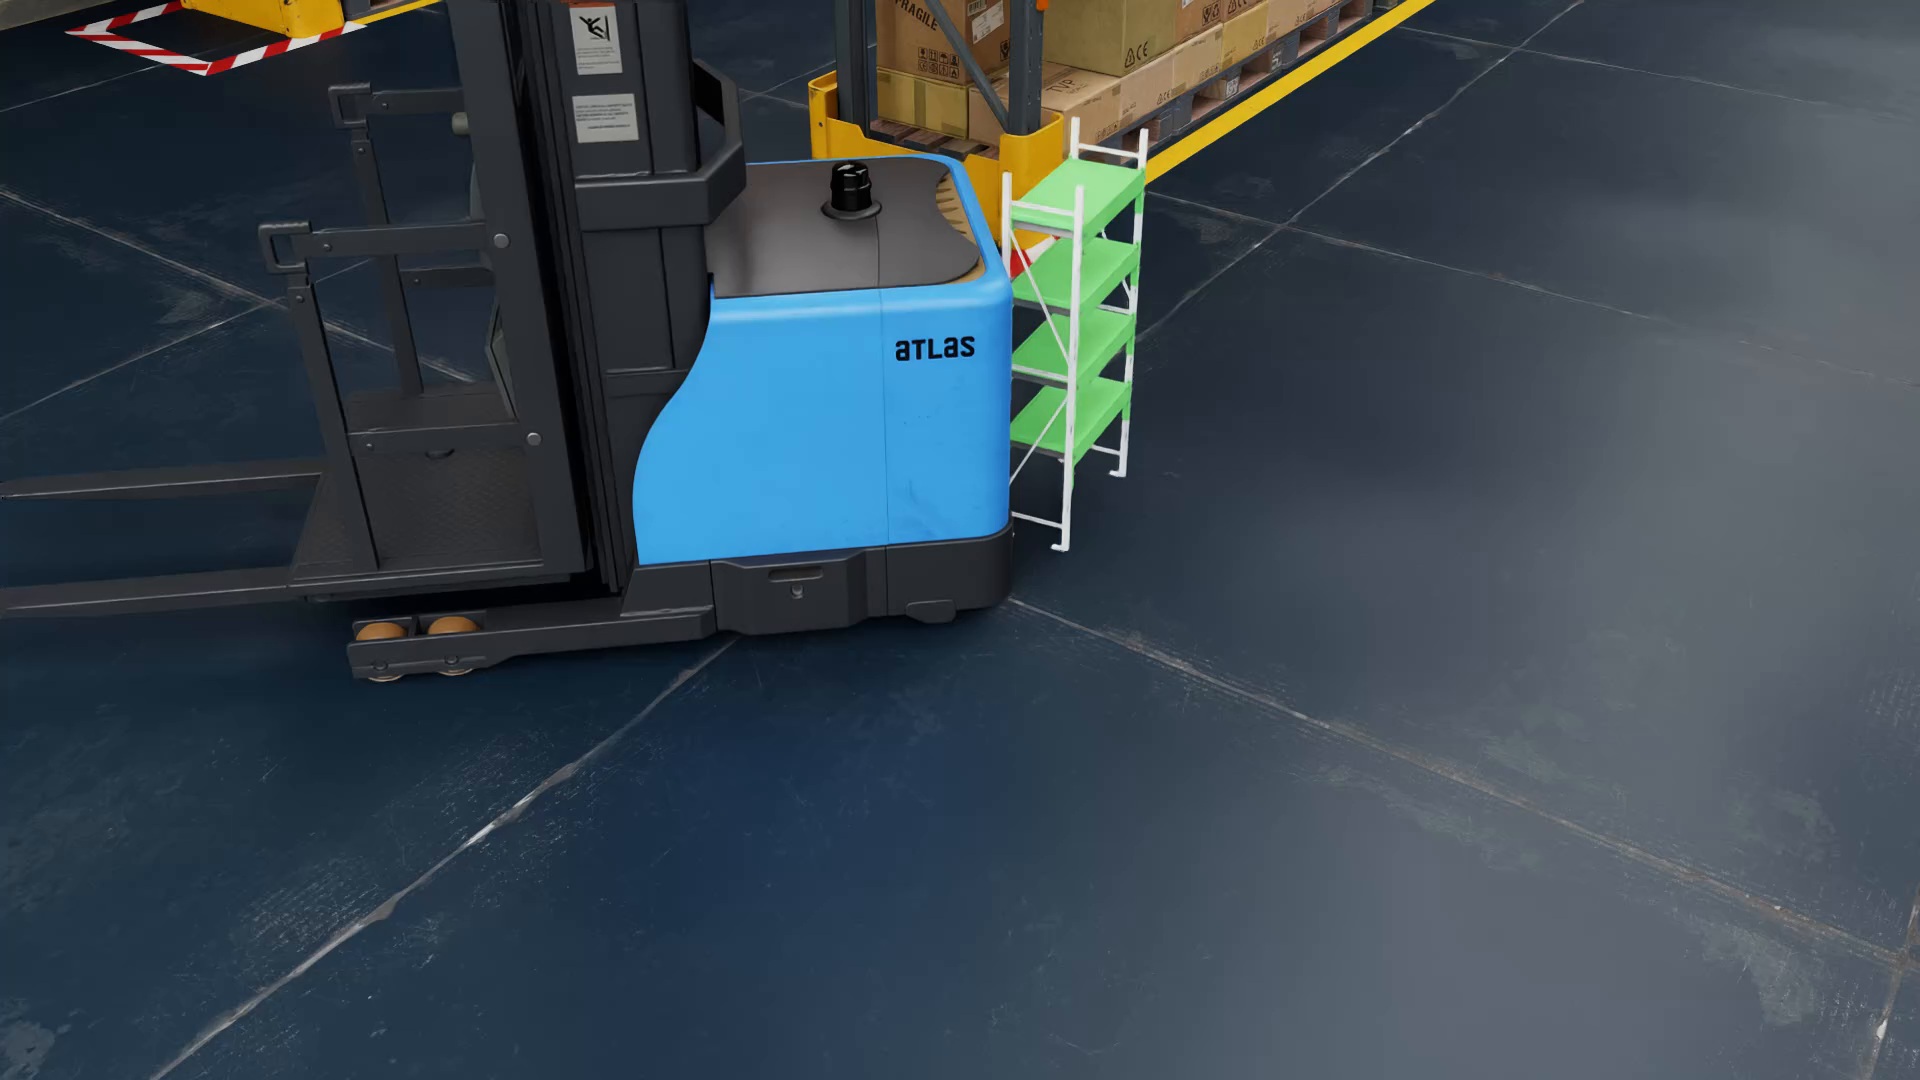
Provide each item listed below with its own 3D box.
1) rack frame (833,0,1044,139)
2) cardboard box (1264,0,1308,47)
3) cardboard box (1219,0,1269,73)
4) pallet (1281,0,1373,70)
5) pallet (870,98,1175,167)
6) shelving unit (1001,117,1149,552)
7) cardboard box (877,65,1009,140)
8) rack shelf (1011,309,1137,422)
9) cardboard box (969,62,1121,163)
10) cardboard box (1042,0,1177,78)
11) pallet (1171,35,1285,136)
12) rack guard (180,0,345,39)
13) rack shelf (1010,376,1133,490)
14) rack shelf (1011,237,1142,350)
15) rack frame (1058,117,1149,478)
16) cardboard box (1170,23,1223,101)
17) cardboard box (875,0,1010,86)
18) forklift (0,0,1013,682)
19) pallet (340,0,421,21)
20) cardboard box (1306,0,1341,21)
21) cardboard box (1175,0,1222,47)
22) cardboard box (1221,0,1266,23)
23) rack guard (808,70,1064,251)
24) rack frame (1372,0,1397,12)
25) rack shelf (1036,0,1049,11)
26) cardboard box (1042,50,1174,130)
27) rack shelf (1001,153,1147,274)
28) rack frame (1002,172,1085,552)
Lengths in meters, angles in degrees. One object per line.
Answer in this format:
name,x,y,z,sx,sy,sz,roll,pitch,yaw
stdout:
rack frame,-0.104,-2.735,6.617,1.000,3.000,0.127,21,39,28
cardboard box,1.526,-2.866,8.890,0.500,0.250,0.500,21,39,28
cardboard box,1.242,-2.636,8.550,0.500,0.250,0.500,21,39,28
pallet,1.689,-3.069,9.599,1.003,0.211,1.213,21,39,28
pallet,0.298,-1.946,7.939,1.003,0.211,1.213,21,39,28
shelving unit,0.337,-0.616,5.090,0.258,1.200,0.503,15,37,21
cardboard box,-0.041,-2.112,7.775,0.500,0.250,0.500,21,39,28
rack shelf,0.337,-0.563,5.126,0.258,0.148,0.480,15,37,21
cardboard box,0.385,-1.946,7.530,0.500,0.250,0.500,21,39,28
cardboard box,0.668,-2.488,7.661,0.500,0.500,0.500,21,39,28
pallet,0.994,-2.505,8.765,1.003,0.211,1.213,21,39,28
rack guard,-4.132,-3.316,9.707,1.175,0.500,0.348,21,39,28
rack shelf,0.337,-0.364,5.260,0.258,0.148,0.480,15,37,21
rack shelf,0.337,-0.762,4.991,0.258,0.148,0.480,15,37,21
rack frame,0.445,-0.739,5.271,0.240,1.200,0.015,15,37,21
cardboard box,0.952,-2.407,8.212,0.500,0.250,0.500,21,39,28
cardboard box,-0.042,-2.423,7.565,0.500,0.500,0.500,21,39,28
forklift,-1.407,-1.134,4.310,3.031,2.935,1.130,-5,34,-7
pallet,-3.640,-3.558,10.324,1.003,0.211,1.213,21,39,28
cardboard box,1.799,-3.101,9.238,0.500,0.250,0.500,21,39,28
cardboard box,0.943,-2.722,8.007,0.500,0.500,0.500,21,39,28
cardboard box,1.242,-2.946,8.339,0.500,0.500,0.500,21,39,28
rack guard,-0.117,-1.689,7.301,1.175,0.500,0.348,21,39,28
rack frame,2.177,-4.576,9.339,1.000,3.000,0.127,21,39,28
rack shelf,1.037,-3.358,8.180,1.077,0.370,4.000,21,39,28
cardboard box,0.667,-2.177,7.872,0.500,0.250,0.500,21,39,28
rack shelf,0.337,-0.961,4.857,0.258,0.148,0.480,15,37,21
rack frame,0.230,-0.493,4.908,0.240,1.200,0.015,15,37,21
